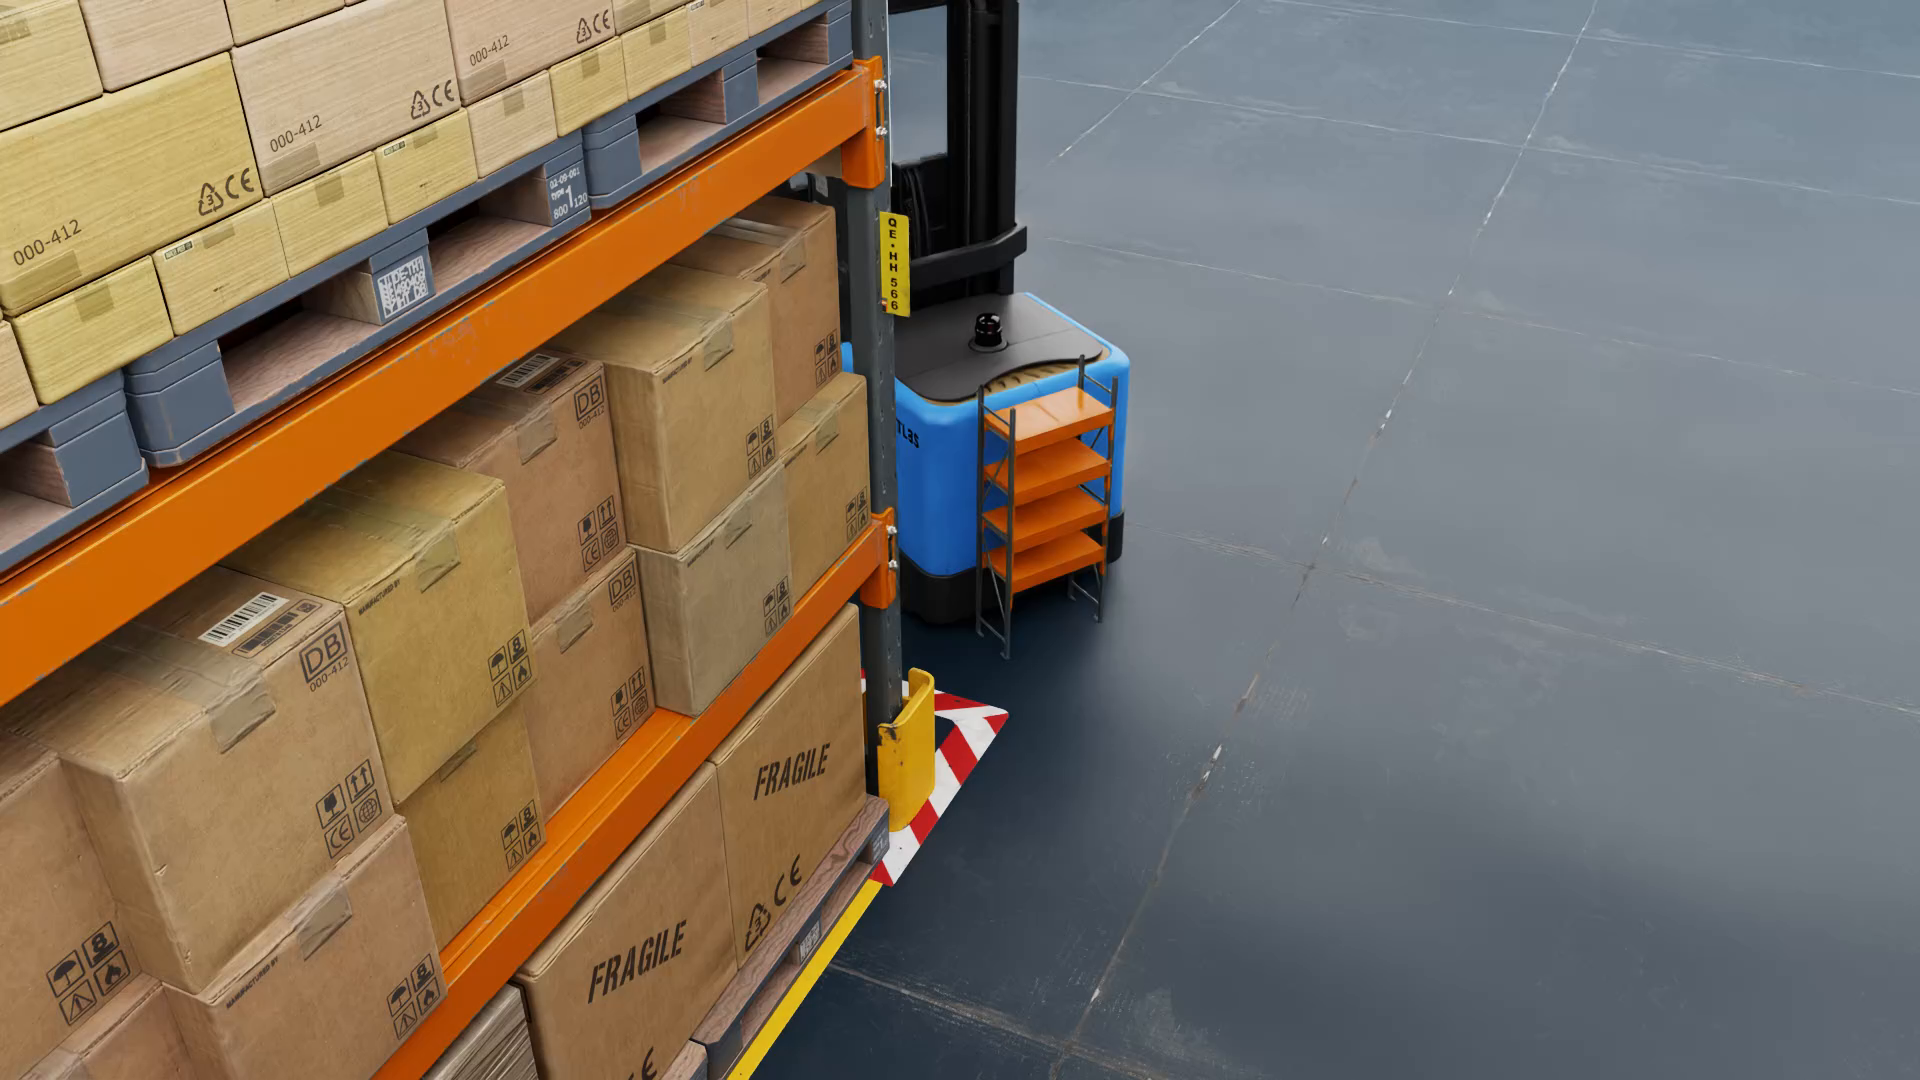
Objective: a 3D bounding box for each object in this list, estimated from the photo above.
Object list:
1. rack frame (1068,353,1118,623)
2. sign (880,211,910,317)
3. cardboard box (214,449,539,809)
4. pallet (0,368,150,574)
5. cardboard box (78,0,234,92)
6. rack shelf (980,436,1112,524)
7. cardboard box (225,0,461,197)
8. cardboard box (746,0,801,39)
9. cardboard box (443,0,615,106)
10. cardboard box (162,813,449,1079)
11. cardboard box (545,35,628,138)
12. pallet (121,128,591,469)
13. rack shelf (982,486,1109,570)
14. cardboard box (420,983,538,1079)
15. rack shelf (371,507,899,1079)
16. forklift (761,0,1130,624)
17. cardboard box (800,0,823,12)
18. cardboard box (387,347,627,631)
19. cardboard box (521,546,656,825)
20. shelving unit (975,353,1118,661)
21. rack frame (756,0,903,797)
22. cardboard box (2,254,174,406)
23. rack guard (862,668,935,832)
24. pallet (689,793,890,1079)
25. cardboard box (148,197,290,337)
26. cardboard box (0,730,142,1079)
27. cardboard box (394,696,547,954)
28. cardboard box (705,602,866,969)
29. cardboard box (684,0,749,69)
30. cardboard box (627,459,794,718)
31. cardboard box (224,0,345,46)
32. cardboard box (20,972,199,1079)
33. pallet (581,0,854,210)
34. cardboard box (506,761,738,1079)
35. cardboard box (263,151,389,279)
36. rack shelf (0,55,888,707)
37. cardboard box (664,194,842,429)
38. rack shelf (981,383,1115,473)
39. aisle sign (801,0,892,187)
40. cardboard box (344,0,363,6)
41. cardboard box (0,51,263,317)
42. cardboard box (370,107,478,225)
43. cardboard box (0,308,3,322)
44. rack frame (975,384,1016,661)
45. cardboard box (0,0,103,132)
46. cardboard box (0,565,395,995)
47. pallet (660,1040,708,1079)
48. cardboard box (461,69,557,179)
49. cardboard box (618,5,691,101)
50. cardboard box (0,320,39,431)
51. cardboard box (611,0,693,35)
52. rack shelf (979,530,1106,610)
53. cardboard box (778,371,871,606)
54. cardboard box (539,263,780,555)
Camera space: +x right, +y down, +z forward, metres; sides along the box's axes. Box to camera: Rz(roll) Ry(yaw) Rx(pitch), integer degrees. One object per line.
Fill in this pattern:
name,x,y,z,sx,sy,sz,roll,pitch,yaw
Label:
rack frame,0.550,-0.196,6.953,0.015,1.200,0.240,-19,38,-27
sign,-0.199,-0.829,5.006,0.100,0.325,0.005,14,36,20
cardboard box,-1.484,0.122,3.708,0.875,0.550,0.500,14,36,20
pallet,-2.007,-0.007,2.370,1.003,0.211,1.213,14,36,20
cardboard box,-1.367,-0.822,2.561,0.380,0.149,0.250,14,36,20
rack shelf,0.346,-0.254,6.756,0.480,0.148,0.258,-19,38,-27
cardboard box,-1.269,-0.853,2.971,0.500,0.250,0.500,15,36,21
cardboard box,-0.623,-1.375,4.131,0.380,0.149,0.250,14,36,21
cardboard box,-1.057,-1.104,3.353,0.500,0.250,0.500,14,36,20
cardboard box,-1.673,0.845,3.589,0.875,0.550,0.550,14,36,20
cardboard box,-0.943,-0.993,3.548,0.380,0.149,0.250,14,36,20
pallet,-1.496,-0.612,3.294,1.003,0.211,1.213,14,36,20
rack shelf,0.345,-0.068,6.880,0.480,0.148,0.258,-19,38,-27
cardboard box,-1.659,1.581,4.158,0.875,0.875,0.875,14,36,21
rack shelf,-1.522,0.920,4.267,1.077,0.370,4.000,14,36,20
forklift,-0.485,-1.640,7.577,1.130,2.935,3.031,-19,38,-27
cardboard box,-0.517,-1.500,4.322,0.380,0.149,0.250,14,36,20
cardboard box,-1.380,-0.172,4.156,0.875,0.550,0.550,14,36,20
cardboard box,-1.358,0.285,4.443,0.875,0.550,0.550,14,36,20
shelving unit,0.345,-0.124,6.842,0.503,1.200,0.258,-19,38,-27
rack frame,-0.686,-0.377,5.589,1.000,3.000,0.127,14,36,20
cardboard box,-1.474,-0.362,2.586,0.380,0.149,0.250,14,36,20
rack guard,-0.676,0.657,6.293,1.175,0.500,0.348,14,36,20
pallet,-0.949,1.206,5.719,1.003,0.211,1.213,14,36,20
cardboard box,-1.367,-0.489,2.780,0.380,0.149,0.250,14,36,21
cardboard box,-2.049,0.625,2.940,0.875,0.550,0.550,14,36,20
cardboard box,-1.542,0.558,4.026,0.875,0.550,0.500,14,36,20
cardboard box,-0.909,0.689,5.518,0.875,0.875,0.875,14,36,21
cardboard box,-0.730,-1.247,3.935,0.380,0.149,0.250,15,36,21
cardboard box,-1.010,0.035,4.825,0.875,0.550,0.550,14,36,20
cardboard box,-1.262,-0.946,2.749,0.380,0.149,0.250,14,36,20
cardboard box,-2.006,1.087,3.220,0.875,0.550,0.550,14,36,20
pallet,-0.986,-1.222,4.224,1.003,0.211,1.213,14,36,20
cardboard box,-1.276,1.128,4.849,0.875,0.875,0.875,14,36,20
cardboard box,-1.262,-0.612,2.968,0.380,0.149,0.250,15,36,21
rack shelf,-1.522,-0.334,3.445,1.077,0.370,4.000,14,36,20
cardboard box,-0.876,-0.715,4.984,0.875,0.550,0.550,14,36,20
rack shelf,0.347,-0.451,6.625,0.480,0.148,0.258,-19,38,-27
aisle sign,-0.383,-1.430,4.825,0.394,0.787,0.004,14,36,20
cardboard box,-1.156,-1.072,2.941,0.380,0.149,0.250,14,36,21
cardboard box,-1.480,-0.600,2.586,0.500,0.250,0.500,14,36,20
cardboard box,-1.155,-0.741,3.163,0.380,0.149,0.250,15,36,21
cardboard box,-1.691,-0.349,2.203,0.500,0.250,0.500,14,36,20
rack frame,0.140,-0.051,6.732,0.015,1.200,0.240,-19,38,-27
cardboard box,-1.473,-0.696,2.369,0.380,0.149,0.250,15,36,21
cardboard box,-1.698,0.387,3.302,0.875,0.550,0.550,14,36,20
pallet,-1.461,1.811,4.796,1.003,0.211,1.213,14,36,20
cardboard box,-1.049,-0.867,3.357,0.380,0.149,0.250,14,36,21
cardboard box,-0.836,-1.121,3.744,0.380,0.149,0.250,15,36,21
cardboard box,-1.581,-0.233,2.389,0.380,0.149,0.250,14,36,20
cardboard box,-0.847,-1.353,3.734,0.500,0.250,0.500,14,36,21
rack shelf,0.344,0.098,6.990,0.480,0.148,0.258,-19,38,-27
cardboard box,-0.800,-0.244,5.250,0.875,0.550,0.550,14,36,20
cardboard box,-1.022,-0.420,4.533,0.875,0.550,0.550,14,36,20
